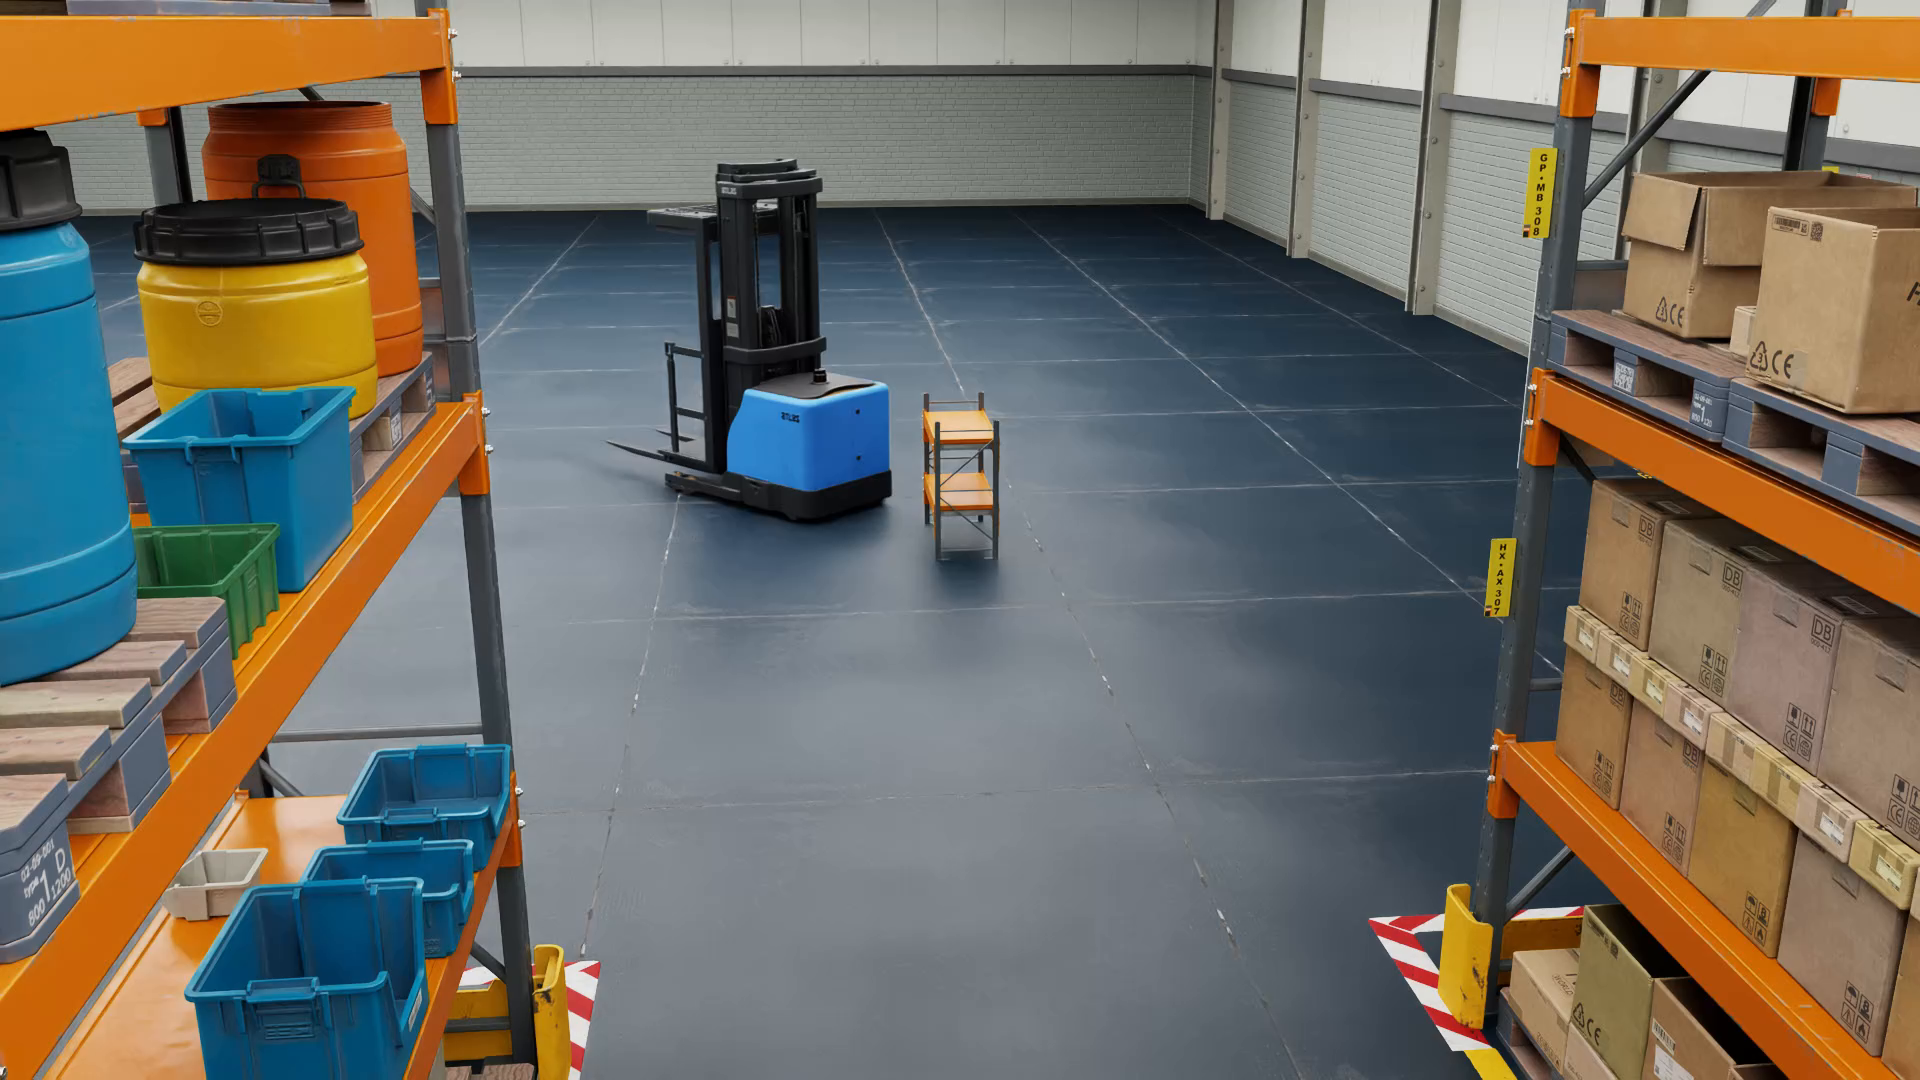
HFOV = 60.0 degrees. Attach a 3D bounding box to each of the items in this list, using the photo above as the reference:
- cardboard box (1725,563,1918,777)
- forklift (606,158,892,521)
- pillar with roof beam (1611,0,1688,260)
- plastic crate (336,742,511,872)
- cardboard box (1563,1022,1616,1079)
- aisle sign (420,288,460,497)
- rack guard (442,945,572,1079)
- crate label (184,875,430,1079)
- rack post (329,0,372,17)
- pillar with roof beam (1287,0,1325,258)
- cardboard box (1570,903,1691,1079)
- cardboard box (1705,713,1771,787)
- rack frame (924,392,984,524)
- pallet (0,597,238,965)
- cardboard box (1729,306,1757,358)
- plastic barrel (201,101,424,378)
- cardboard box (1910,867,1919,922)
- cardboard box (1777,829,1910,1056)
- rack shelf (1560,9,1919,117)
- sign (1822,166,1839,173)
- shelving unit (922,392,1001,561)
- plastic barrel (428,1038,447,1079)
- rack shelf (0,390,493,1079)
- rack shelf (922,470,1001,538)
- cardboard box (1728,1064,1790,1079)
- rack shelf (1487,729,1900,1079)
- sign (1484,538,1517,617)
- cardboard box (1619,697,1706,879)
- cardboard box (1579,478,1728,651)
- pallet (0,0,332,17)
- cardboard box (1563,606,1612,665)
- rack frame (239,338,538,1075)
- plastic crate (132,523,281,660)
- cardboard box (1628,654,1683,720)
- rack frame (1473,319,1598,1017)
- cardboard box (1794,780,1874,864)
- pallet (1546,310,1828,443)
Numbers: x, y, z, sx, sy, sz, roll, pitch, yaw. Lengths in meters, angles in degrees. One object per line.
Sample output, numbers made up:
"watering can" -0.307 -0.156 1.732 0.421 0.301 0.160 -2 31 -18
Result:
"cardboard box" 2.854 0.382 5.121 0.700 0.500 0.500 -2 18 -5
"forklift" -2.042 -1.911 14.870 3.031 2.935 1.130 15 23 39
"pillar with roof beam" 3.040 -5.691 16.779 9.100 9.000 0.400 -2 18 -6
"plastic crate" -1.877 0.949 5.895 0.499 0.251 0.616 -2 18 -6
"cardboard box" 2.590 2.013 6.146 0.500 0.250 0.500 -2 18 -6
"aisle sign" -1.939 -0.533 6.026 0.394 0.787 0.004 -2 18 -6
"rack guard" -2.172 1.952 6.625 1.175 0.500 0.348 -2 18 -6
"crate label" -1.768 1.261 4.593 0.502 0.435 0.616 -2 18 -6
"rack post" -2.275 -1.656 4.764 0.937 0.300 0.954 0 17 0
"pillar with roof beam" 1.803 -9.266 28.167 9.100 9.000 0.400 -2 18 -6
"cardboard box" 2.588 1.656 6.033 0.500 0.500 0.500 -2 18 -6
"cardboard box" 2.635 0.660 5.317 0.380 0.149 0.250 -2 18 -7
"rack frame" -0.052 -0.686 13.985 0.500 1.125 0.032 -2 18 -6
"pallet" -1.986 0.377 2.776 1.213 0.211 1.003 -2 18 -6
"cardboard box" 2.647 -0.636 5.172 0.380 0.149 0.250 -2 18 -6
"plastic barrel" -2.050 -0.957 5.293 0.600 0.830 0.708 -2 18 -6
"cardboard box" 2.743 0.968 4.336 0.380 0.149 0.250 -1 17 -4
"cardboard box" 2.898 1.139 4.874 0.700 0.500 0.500 -1 17 -4
"rack shelf" 2.907 -1.146 4.173 1.077 0.370 4.000 -2 18 -6
"sign" 3.242 -1.242 6.272 0.100 0.325 0.005 -2 18 -6
"shelving unit" 0.001 -0.535 13.502 0.538 1.125 1.048 -2 18 -6
"plastic barrel" -2.083 1.919 6.011 0.421 0.512 0.421 0 17 0
"rack shelf" -2.020 0.246 4.078 1.077 0.370 4.000 -2 18 -6
"rack shelf" 0.001 -0.301 13.575 0.538 0.278 1.000 -2 18 -6
"cardboard box" 2.687 1.954 5.084 0.500 0.500 0.500 -2 18 -6
"rack shelf" 2.907 1.525 5.012 1.077 0.370 4.000 -2 18 -6
"sign" 2.148 0.151 6.611 0.100 0.325 0.005 -2 18 -6
"cardboard box" 2.795 0.834 5.845 0.700 0.500 0.500 -1 17 -4
"cardboard box" 2.741 0.075 6.098 0.700 0.500 0.500 -2 18 -5
"pallet" -2.056 -1.260 3.652 1.003 0.211 1.213 -2 18 -6
"cardboard box" 2.527 0.353 6.296 0.380 0.149 0.250 -2 18 -6
"rack frame" -2.227 0.738 6.318 1.000 3.000 0.127 -2 18 -6
"plastic crate" -1.706 0.121 3.629 0.336 0.188 0.450 -2 18 -6
"cardboard box" 2.581 0.506 5.809 0.380 0.149 0.250 -2 18 -5
"rack frame" 2.701 0.586 6.802 1.000 3.000 0.127 -2 18 -6
"cardboard box" 2.685 0.811 4.837 0.380 0.149 0.250 -2 18 -5
"pallet" 2.748 -0.591 5.692 1.003 0.211 1.213 -2 18 -6
